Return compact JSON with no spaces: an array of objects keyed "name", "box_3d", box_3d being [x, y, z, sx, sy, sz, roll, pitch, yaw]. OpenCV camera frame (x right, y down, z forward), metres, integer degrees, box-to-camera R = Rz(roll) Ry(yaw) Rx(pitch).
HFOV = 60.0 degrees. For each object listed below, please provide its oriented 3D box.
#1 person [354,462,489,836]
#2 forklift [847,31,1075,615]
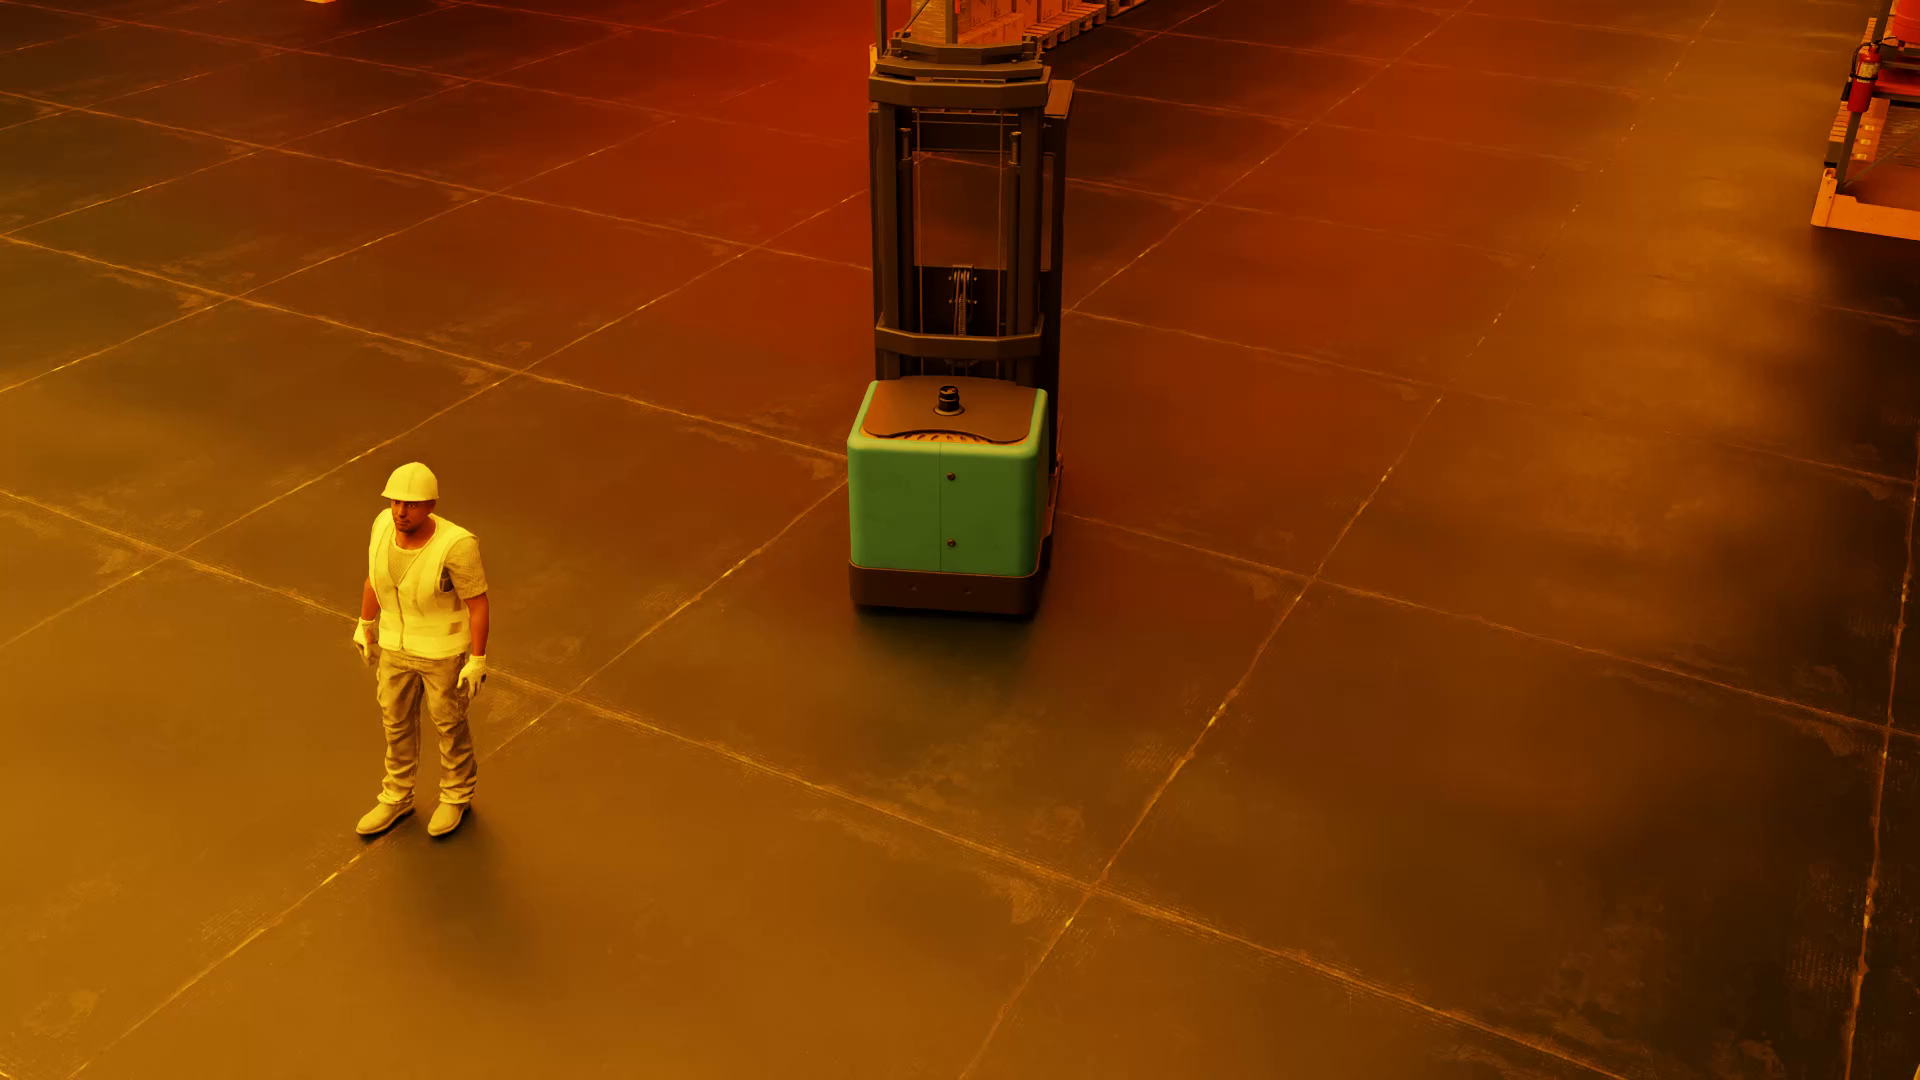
[{"name":"person","box_3d":[-2.398,0.511,7.320,0.656,1.785,0.575,11,32,18]},{"name":"forklift","box_3d":[0.072,-1.572,9.794,1.130,2.935,3.031,3,30,6]}]
